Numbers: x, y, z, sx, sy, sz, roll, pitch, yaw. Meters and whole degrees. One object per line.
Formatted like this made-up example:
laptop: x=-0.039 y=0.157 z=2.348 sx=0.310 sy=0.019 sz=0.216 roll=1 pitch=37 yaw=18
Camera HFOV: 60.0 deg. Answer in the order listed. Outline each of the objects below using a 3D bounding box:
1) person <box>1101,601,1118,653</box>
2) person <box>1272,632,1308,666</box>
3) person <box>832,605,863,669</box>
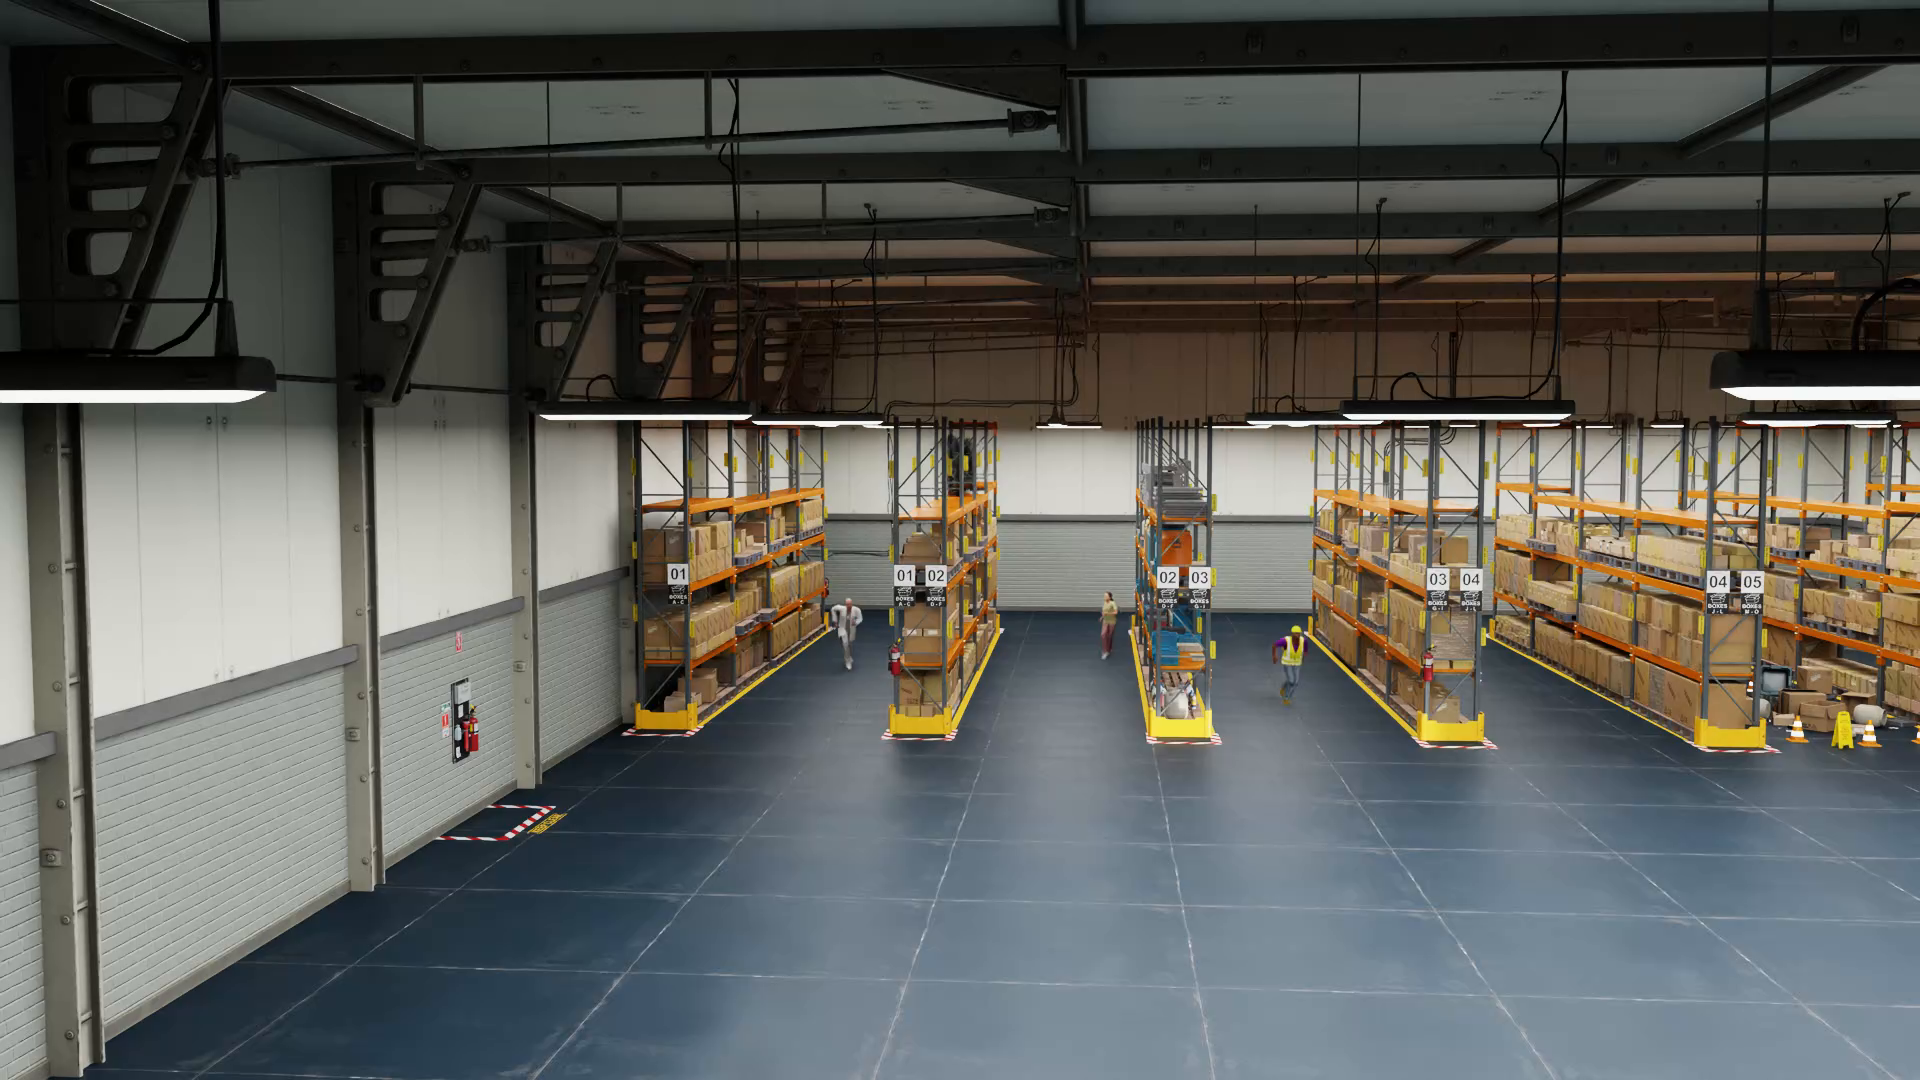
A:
person: x=3.796 y=2.193 z=42.140 sx=0.503 sy=1.300 sz=0.719 roll=2 pitch=4 yaw=32
person: x=6.110 y=2.037 z=37.538 sx=0.685 sy=0.807 sz=6.716 roll=-1 pitch=4 yaw=-16
person: x=-2.759 y=2.341 z=40.609 sx=0.752 sy=1.575 sz=1.026 roll=0 pitch=4 yaw=-7
